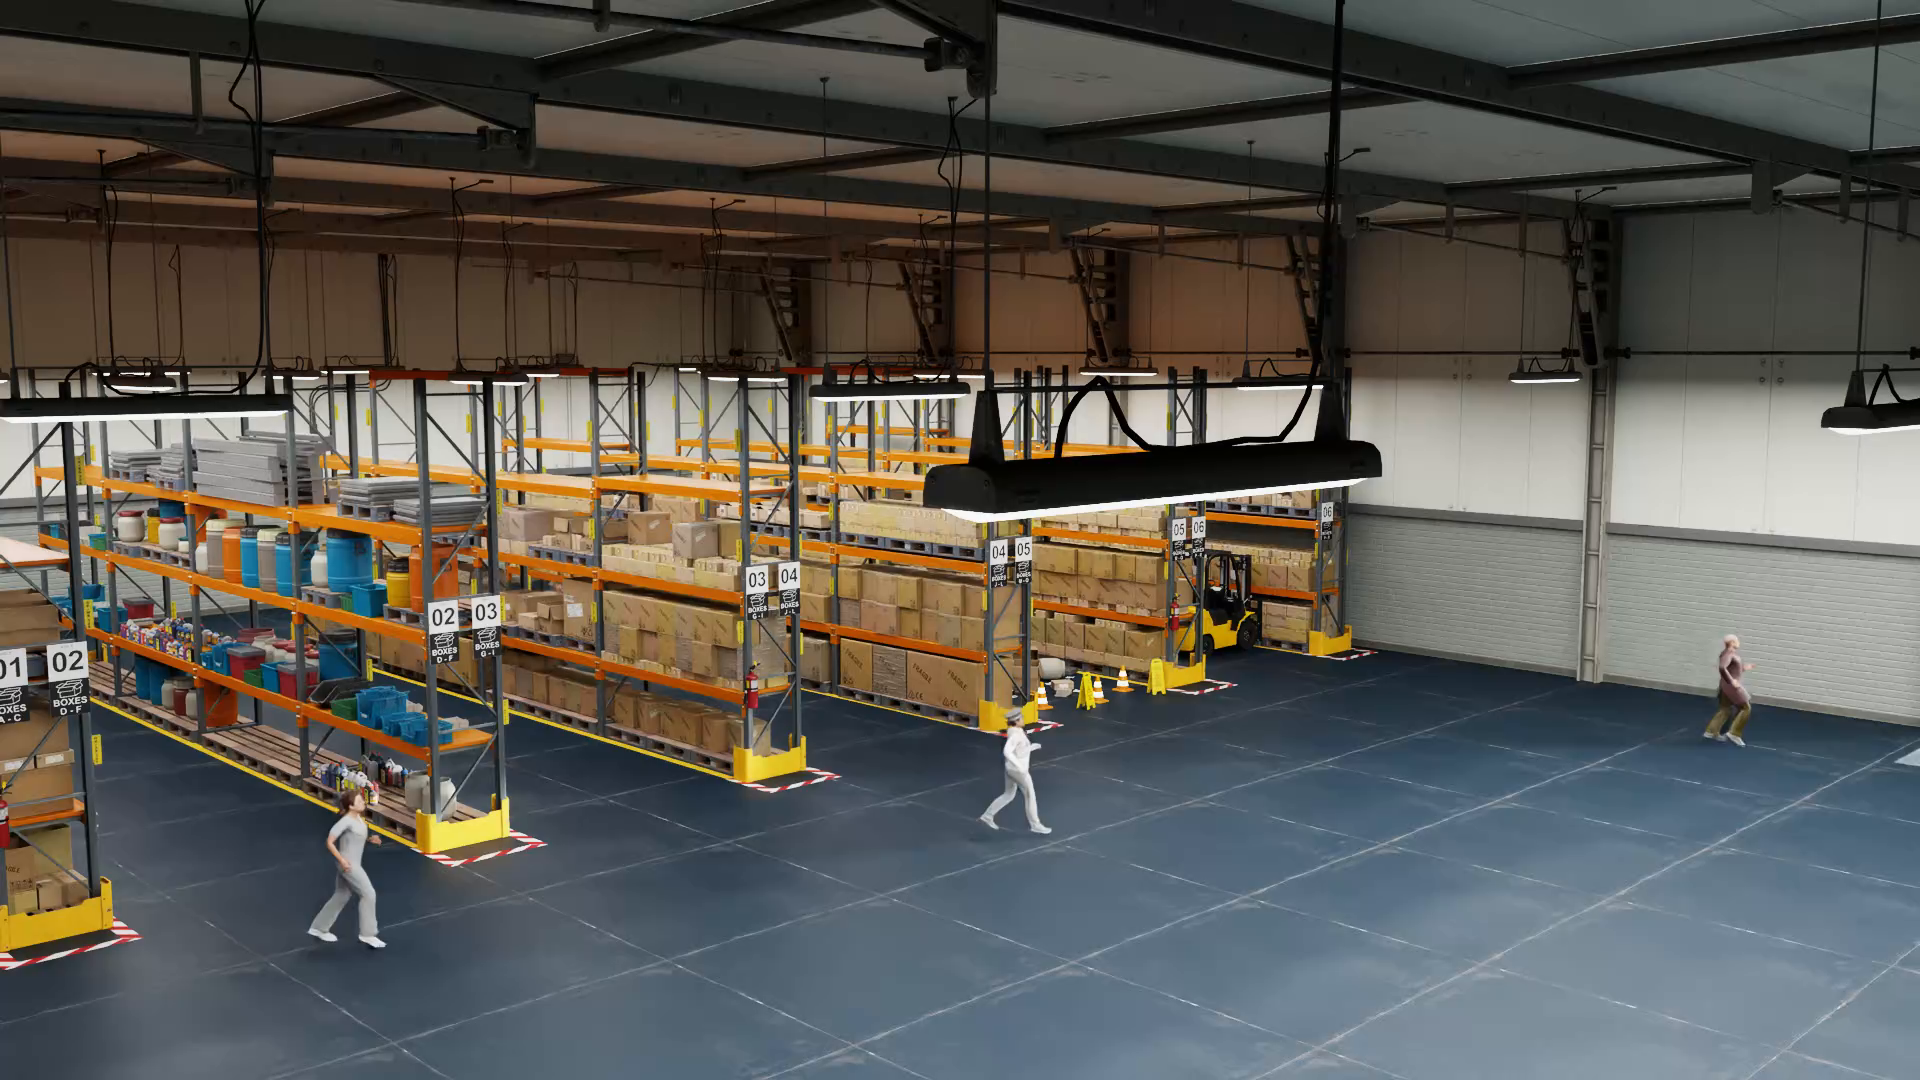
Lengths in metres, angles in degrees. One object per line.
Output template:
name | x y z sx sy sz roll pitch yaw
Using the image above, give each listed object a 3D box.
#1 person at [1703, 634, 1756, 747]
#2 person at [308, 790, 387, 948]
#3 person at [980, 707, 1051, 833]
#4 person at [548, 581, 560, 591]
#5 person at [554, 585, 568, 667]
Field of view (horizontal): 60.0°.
person | 12.453 2.434 26.836 0.778 1.834 0.685 1 6 7
person | -6.551 3.505 17.712 0.799 1.713 0.562 -2 7 -14
person | 0.736 3.016 21.748 0.939 1.683 0.608 -2 7 -14
person | -10.113 0.781 41.754 0.629 1.703 0.665 -5 8 -38
person | -7.882 1.768 32.797 0.825 1.771 0.633 5 8 37
